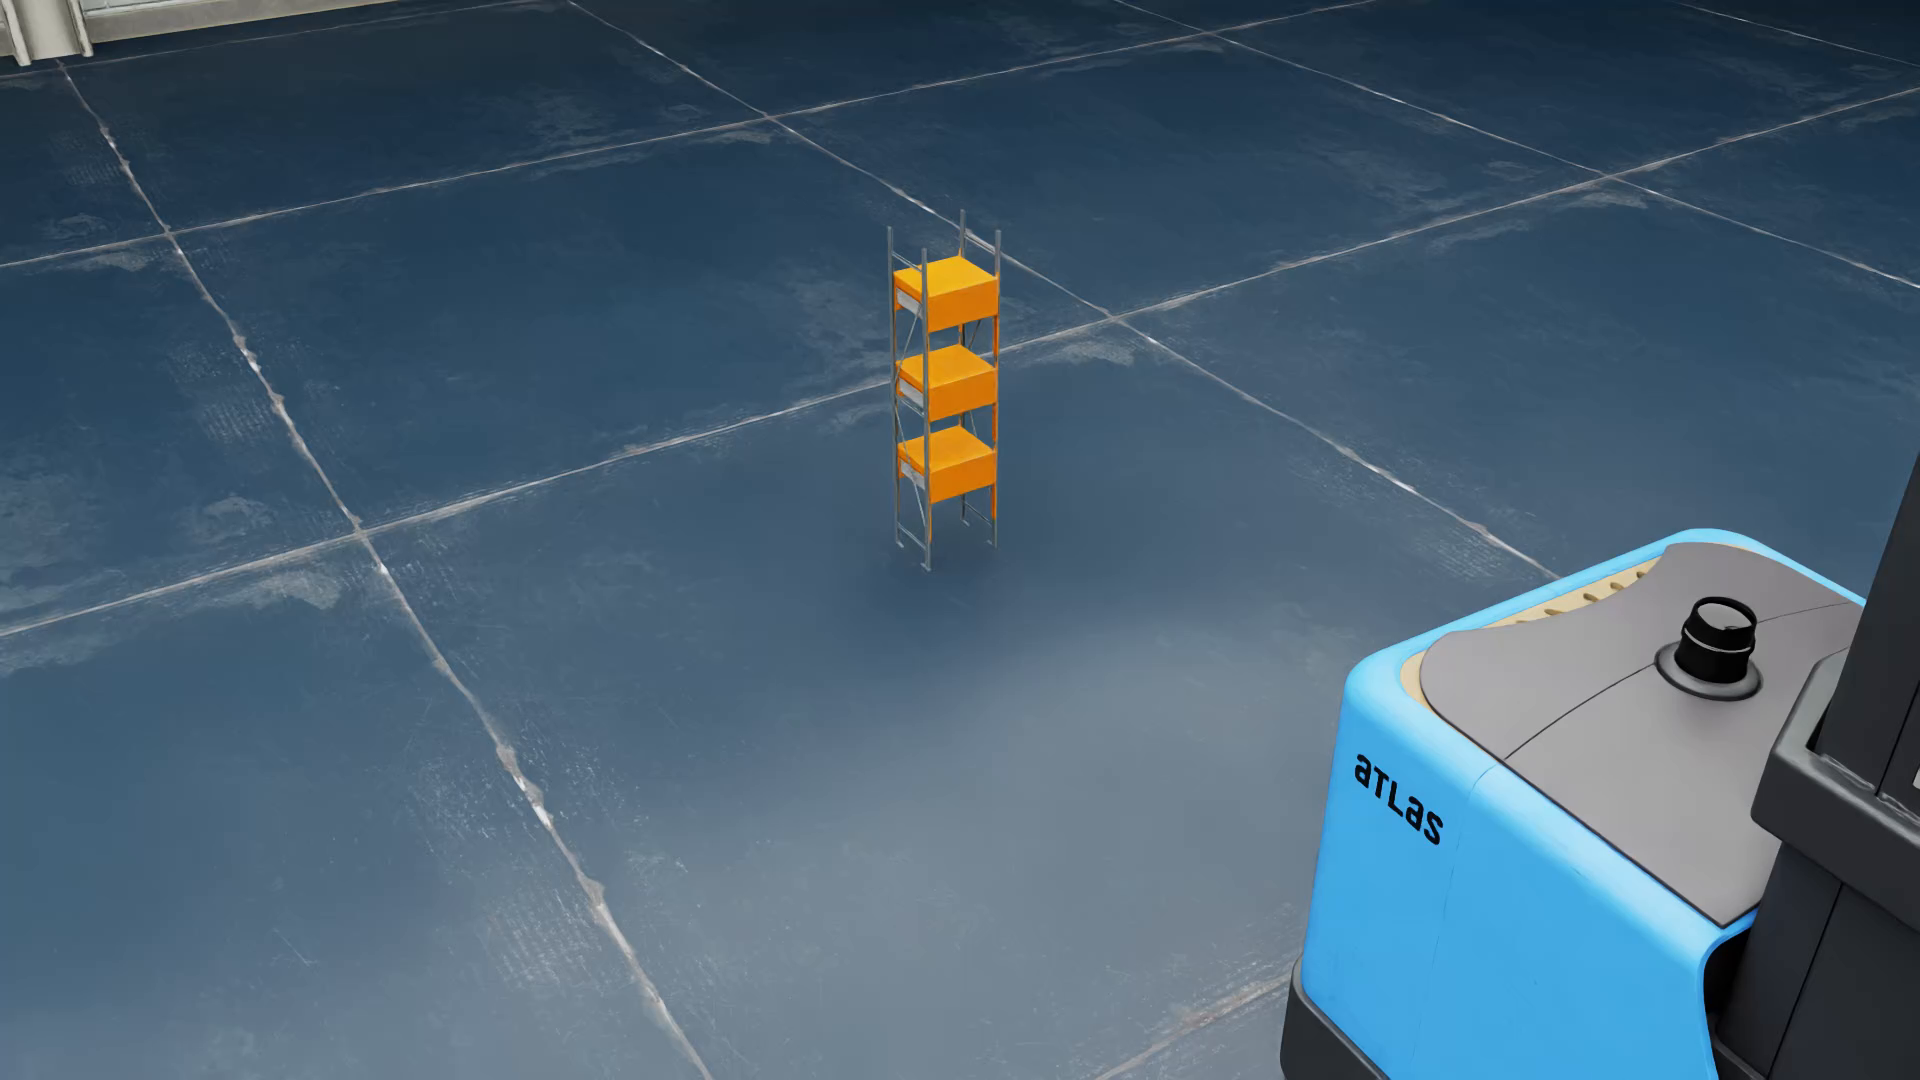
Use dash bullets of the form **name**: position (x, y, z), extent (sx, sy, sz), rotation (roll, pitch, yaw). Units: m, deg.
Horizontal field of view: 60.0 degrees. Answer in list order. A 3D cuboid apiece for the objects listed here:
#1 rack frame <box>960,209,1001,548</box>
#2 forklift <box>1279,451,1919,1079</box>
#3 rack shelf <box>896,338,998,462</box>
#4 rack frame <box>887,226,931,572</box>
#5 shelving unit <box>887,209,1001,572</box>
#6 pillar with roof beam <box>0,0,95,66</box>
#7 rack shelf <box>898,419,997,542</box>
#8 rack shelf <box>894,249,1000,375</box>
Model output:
- **rack frame**: position (0.058, -0.464, 5.001), extent (0.008, 1.050, 0.200), rotation (-19, 37, -27)
- **forklift**: position (1.835, 0.432, 1.819), extent (1.130, 2.935, 3.031), rotation (-17, 36, -25)
- **rack shelf**: position (-0.045, -0.420, 4.951), extent (0.240, 0.259, 0.215), rotation (-19, 37, -27)
- **rack frame**: position (-0.148, -0.393, 4.889), extent (0.008, 1.050, 0.200), rotation (-19, 37, -27)
- **shelving unit**: position (-0.045, -0.429, 4.945), extent (0.252, 1.050, 0.215), rotation (-19, 37, -27)
- **pillar with roof beam**: position (-2.996, -4.730, 4.315), extent (0.400, 9.000, 9.100), rotation (-19, 37, -27)
- **rack shelf**: position (-0.045, -0.185, 5.099), extent (0.240, 0.259, 0.215), rotation (-19, 37, -27)
- **rack shelf**: position (-0.045, -0.660, 4.800), extent (0.240, 0.259, 0.215), rotation (-19, 37, -27)
